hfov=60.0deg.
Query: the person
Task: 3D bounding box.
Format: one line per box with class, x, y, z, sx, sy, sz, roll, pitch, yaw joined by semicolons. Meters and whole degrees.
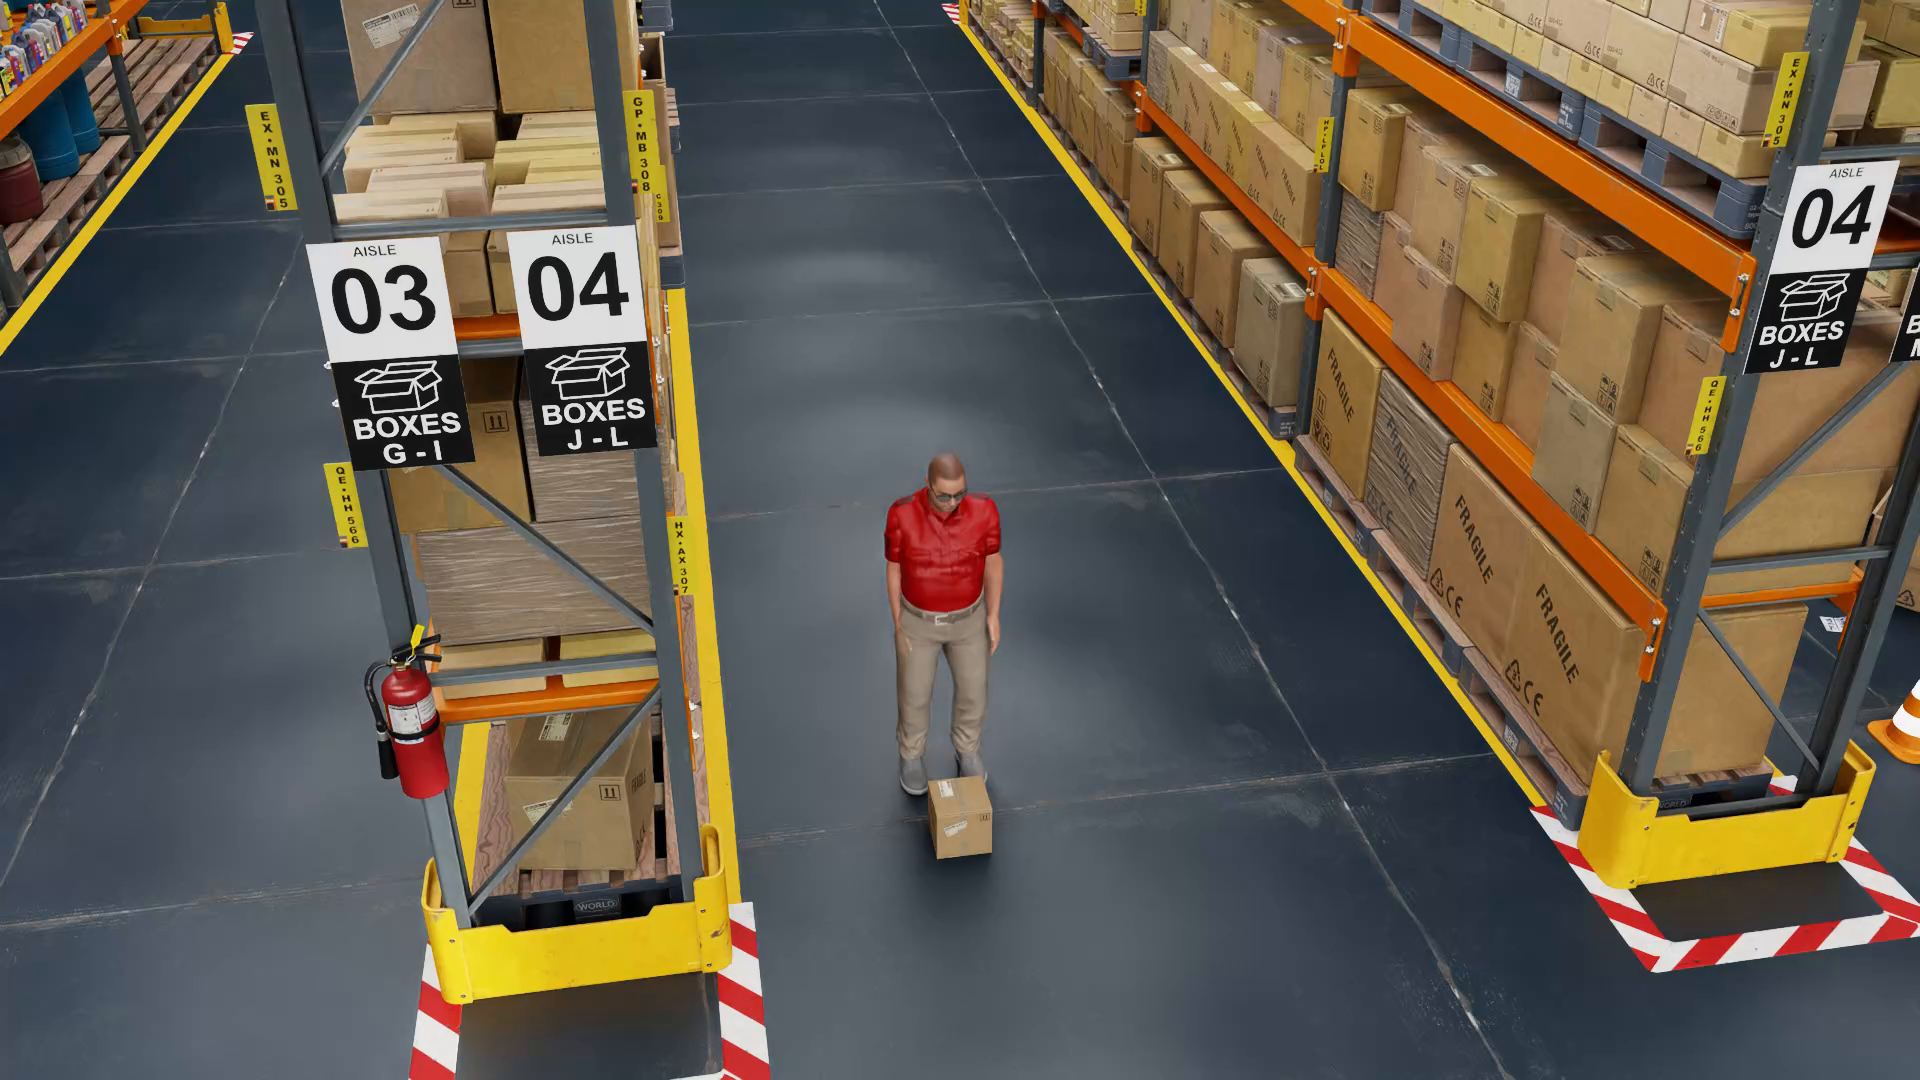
person;-0.063;0.368;7.548;0.534;1.718;0.356;-5;31;-8
